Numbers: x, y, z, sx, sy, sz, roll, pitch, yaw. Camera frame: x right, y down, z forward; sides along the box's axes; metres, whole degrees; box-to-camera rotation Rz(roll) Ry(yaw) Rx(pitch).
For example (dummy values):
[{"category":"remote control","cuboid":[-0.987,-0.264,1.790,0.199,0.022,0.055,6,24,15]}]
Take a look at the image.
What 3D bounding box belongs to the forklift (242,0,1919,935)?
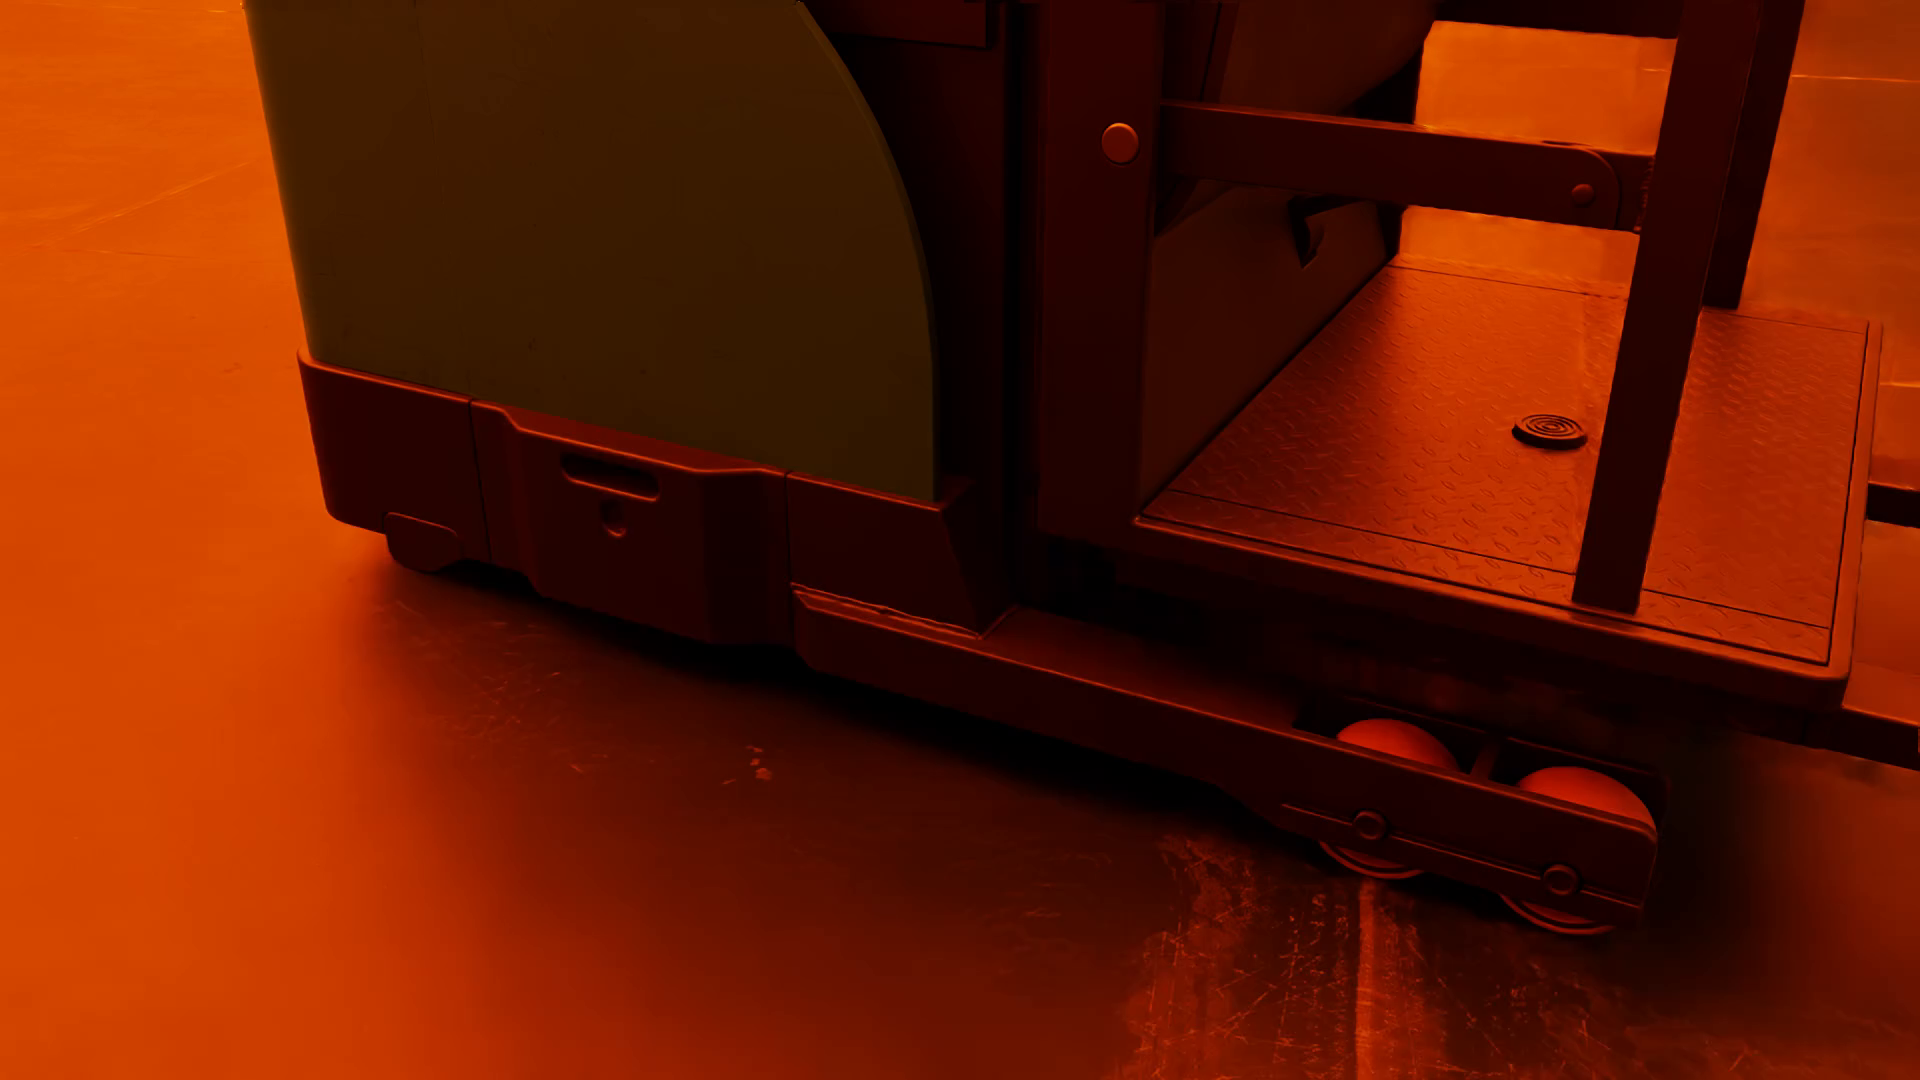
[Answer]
[{"category":"forklift","cuboid":[0.610,-1.180,1.585,3.031,2.935,1.130,13,30,25]}]
